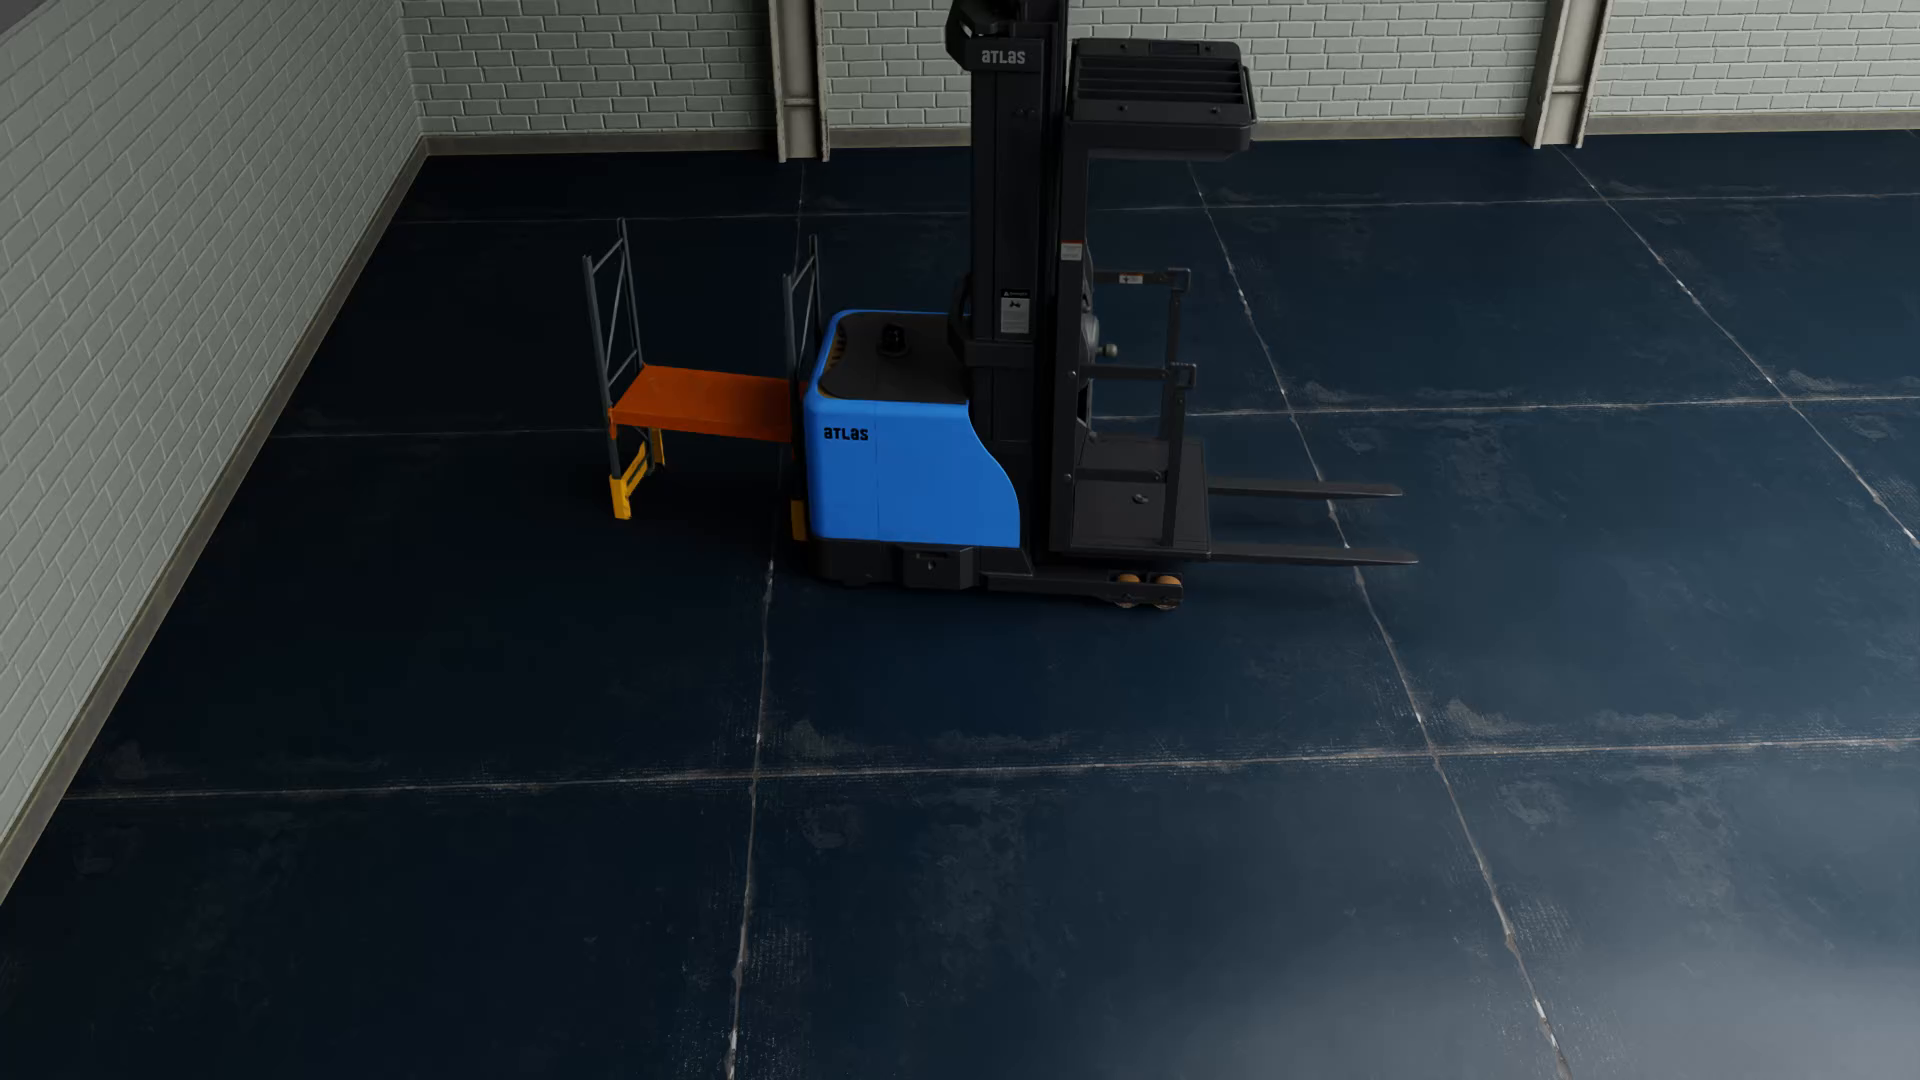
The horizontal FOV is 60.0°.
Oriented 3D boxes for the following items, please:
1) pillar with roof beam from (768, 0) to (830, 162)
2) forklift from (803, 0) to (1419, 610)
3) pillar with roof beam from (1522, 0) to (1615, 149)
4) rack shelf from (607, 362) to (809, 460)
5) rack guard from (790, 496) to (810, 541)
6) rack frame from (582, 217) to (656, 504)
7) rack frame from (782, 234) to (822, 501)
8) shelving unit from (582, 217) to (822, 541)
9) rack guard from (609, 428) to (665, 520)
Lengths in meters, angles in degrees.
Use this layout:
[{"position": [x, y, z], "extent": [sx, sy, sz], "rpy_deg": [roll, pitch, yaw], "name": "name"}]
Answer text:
[{"position": [-1.029, -4.305, 7.063], "extent": [0.400, 9.000, 9.100], "rpy_deg": [-2, 35, -2], "name": "pillar with roof beam"}, {"position": [0.786, -1.178, 7.876], "extent": [3.031, 2.935, 1.130], "rpy_deg": [3, 35, 4], "name": "forklift"}, {"position": [4.965, -4.467, 7.296], "extent": [0.400, 9.000, 9.100], "rpy_deg": [-2, 35, -2], "name": "pillar with roof beam"}, {"position": [-1.280, -0.687, 8.741], "extent": [1.000, 0.185, 0.538], "rpy_deg": [7, 35, 10], "name": "rack shelf"}, {"position": [-0.783, -0.262, 8.908], "extent": [0.087, 0.250, 0.587], "rpy_deg": [7, 35, 10], "name": "rack guard"}, {"position": [-1.777, -0.894, 8.724], "extent": [0.032, 1.500, 0.500], "rpy_deg": [7, 35, 10], "name": "rack frame"}, {"position": [-0.782, -0.775, 8.552], "extent": [0.032, 1.500, 0.500], "rpy_deg": [7, 35, 10], "name": "rack frame"}, {"position": [-1.271, -0.834, 8.637], "extent": [1.083, 1.500, 0.587], "rpy_deg": [7, 35, 10], "name": "shelving unit"}, {"position": [-1.758, -0.378, 9.076], "extent": [0.087, 0.250, 0.587], "rpy_deg": [7, 35, 10], "name": "rack guard"}]
